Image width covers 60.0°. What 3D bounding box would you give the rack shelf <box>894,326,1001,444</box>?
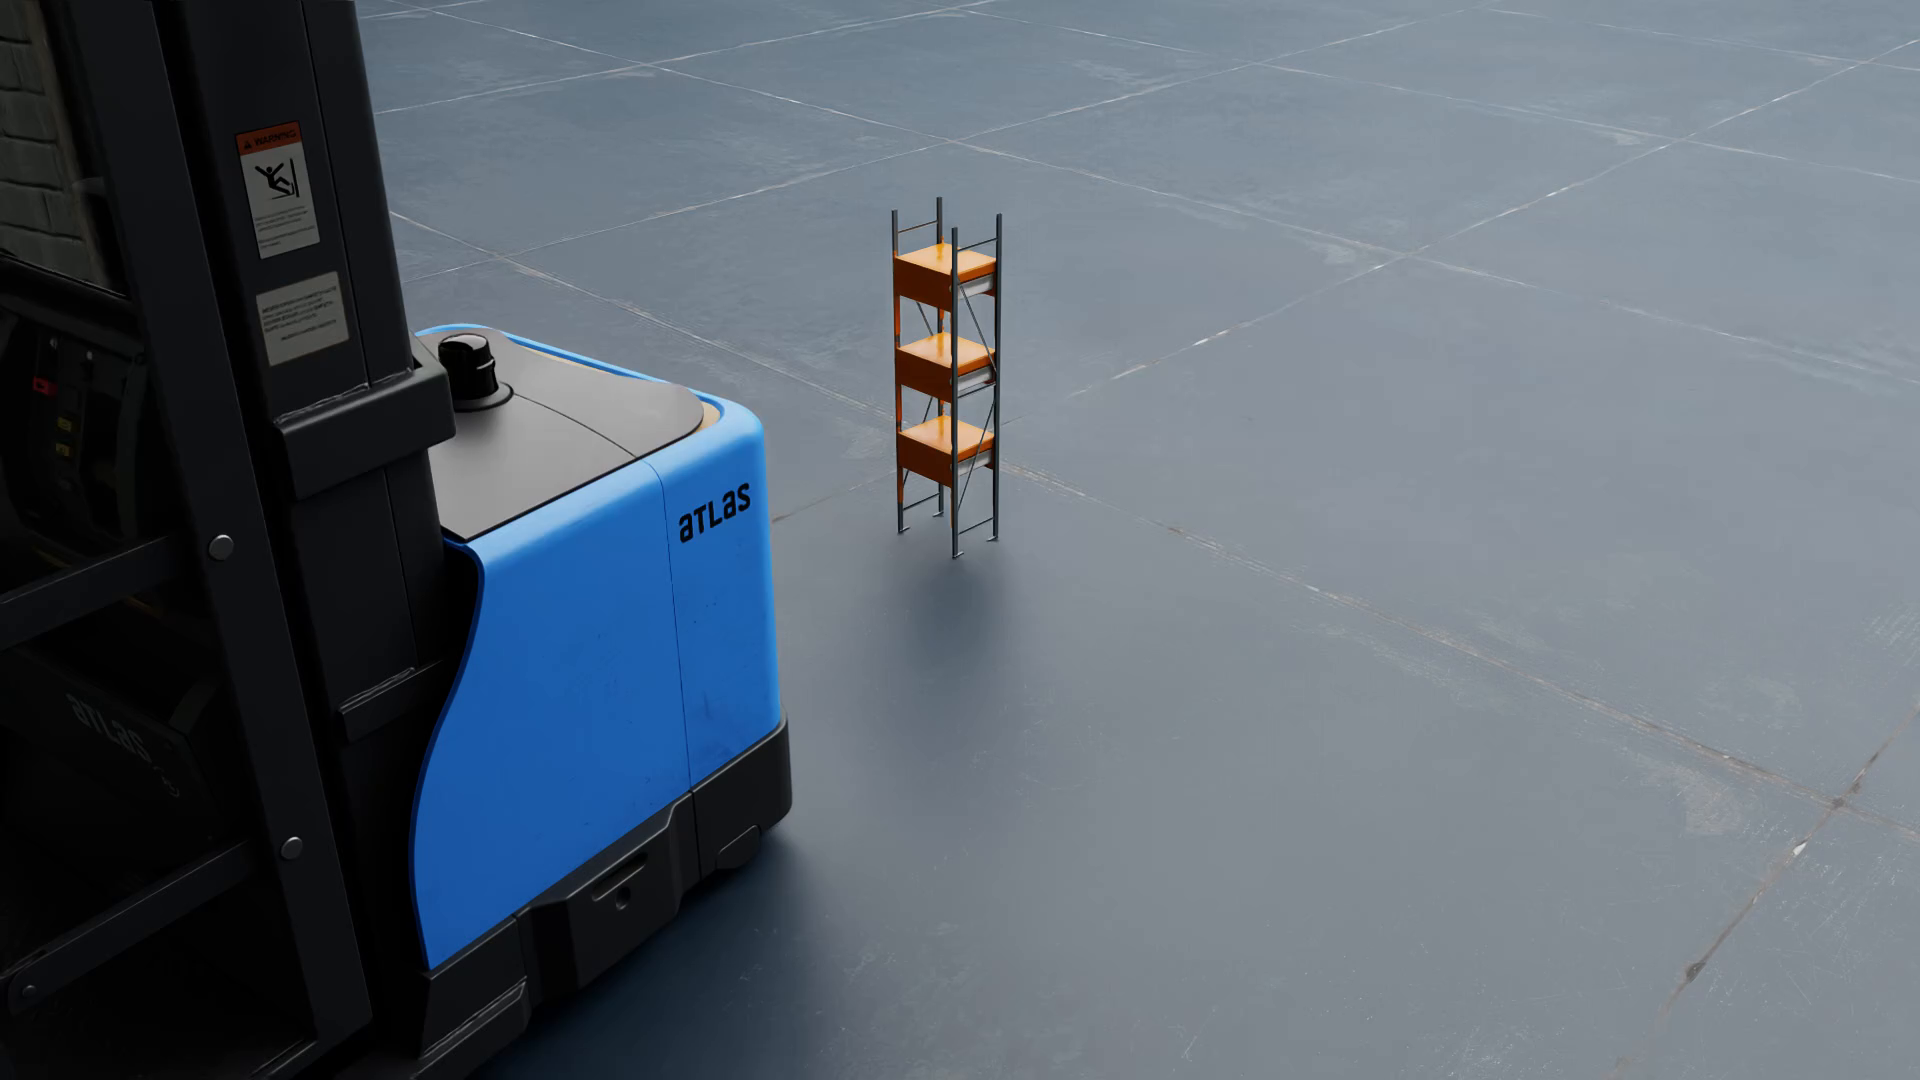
[{"bbox_3d":[-0.038,-0.473,5.044,0.240,0.259,0.215,25,36,38],"label":"rack shelf"}]

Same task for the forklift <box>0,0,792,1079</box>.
[{"bbox_3d":[-1.657,-0.191,2.464,1.130,2.935,3.031,18,33,31],"label":"forklift"}]

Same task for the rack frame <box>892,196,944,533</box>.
[{"bbox_3d":[-0.125,-0.522,5.115,0.008,1.050,0.200,25,36,38],"label":"rack frame"}]

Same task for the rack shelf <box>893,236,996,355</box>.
[{"bbox_3d":[-0.038,-0.724,4.912,0.240,0.259,0.215,25,36,38],"label":"rack shelf"}]

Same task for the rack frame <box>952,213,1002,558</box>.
[{"bbox_3d":[0.049,-0.442,4.963,0.008,1.050,0.200,25,36,38],"label":"rack frame"}]

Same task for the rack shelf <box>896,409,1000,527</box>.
[{"bbox_3d":[-0.038,-0.227,5.173,0.240,0.259,0.215,25,36,38],"label":"rack shelf"}]

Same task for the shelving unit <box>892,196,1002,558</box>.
[{"bbox_3d":[-0.038,-0.482,5.039,0.252,1.050,0.215,25,36,38],"label":"shelving unit"}]
